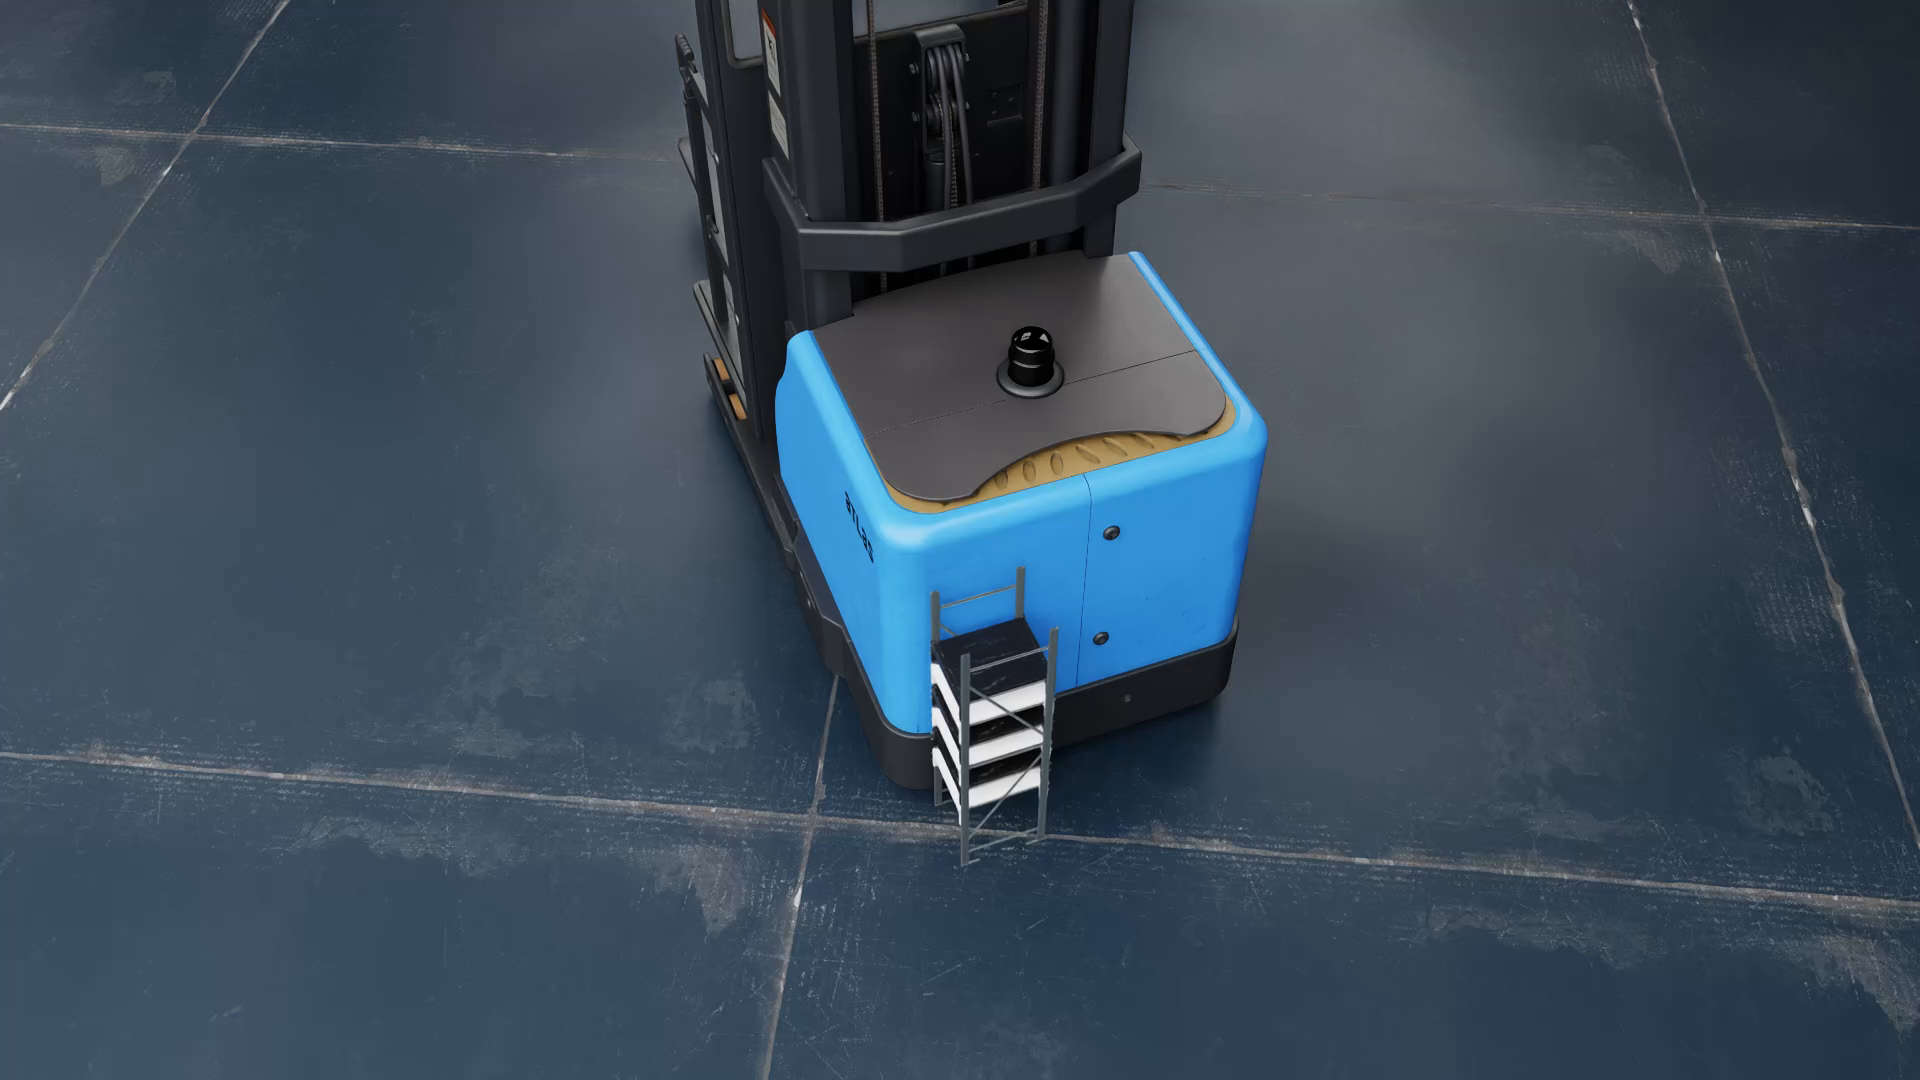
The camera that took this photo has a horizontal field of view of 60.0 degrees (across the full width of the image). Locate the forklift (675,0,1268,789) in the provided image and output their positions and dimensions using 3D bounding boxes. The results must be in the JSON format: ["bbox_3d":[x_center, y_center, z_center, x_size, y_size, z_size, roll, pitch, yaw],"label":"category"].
[{"bbox_3d":[-0.221,-1.419,4.562,1.130,2.935,3.031,-16,49,-14],"label":"forklift"}]

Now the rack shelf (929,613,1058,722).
[{"bbox_3d":[0.079,0.308,4.038,0.258,0.077,0.200,-16,49,-14],"label":"rack shelf"}]

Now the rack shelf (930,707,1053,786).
[{"bbox_3d":[0.079,0.490,4.237,0.258,0.077,0.200,-16,49,-14],"label":"rack shelf"}]

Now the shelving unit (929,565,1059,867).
[{"bbox_3d":[0.079,0.468,4.212,0.258,0.900,0.210,-16,49,-14],"label":"shelving unit"}]

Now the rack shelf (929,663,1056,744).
[{"bbox_3d":[0.079,0.369,4.104,0.258,0.077,0.200,-16,49,-14],"label":"rack shelf"}]

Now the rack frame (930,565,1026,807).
[{"bbox_3d":[0.043,0.397,4.277,0.240,0.900,0.006,-16,49,-14],"label":"rack frame"}]

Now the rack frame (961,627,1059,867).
[{"bbox_3d":[0.115,0.538,4.148,0.240,0.900,0.006,-16,49,-14],"label":"rack frame"}]

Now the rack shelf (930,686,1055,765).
[{"bbox_3d":[0.079,0.429,4.171,0.258,0.077,0.200,-16,49,-14],"label":"rack shelf"}]

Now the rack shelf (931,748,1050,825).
[{"bbox_3d":[0.079,0.612,4.370,0.258,0.077,0.200,-16,49,-14],"label":"rack shelf"}]

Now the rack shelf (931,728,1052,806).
[{"bbox_3d":[0.079,0.551,4.303,0.258,0.077,0.200,-16,49,-14],"label":"rack shelf"}]
